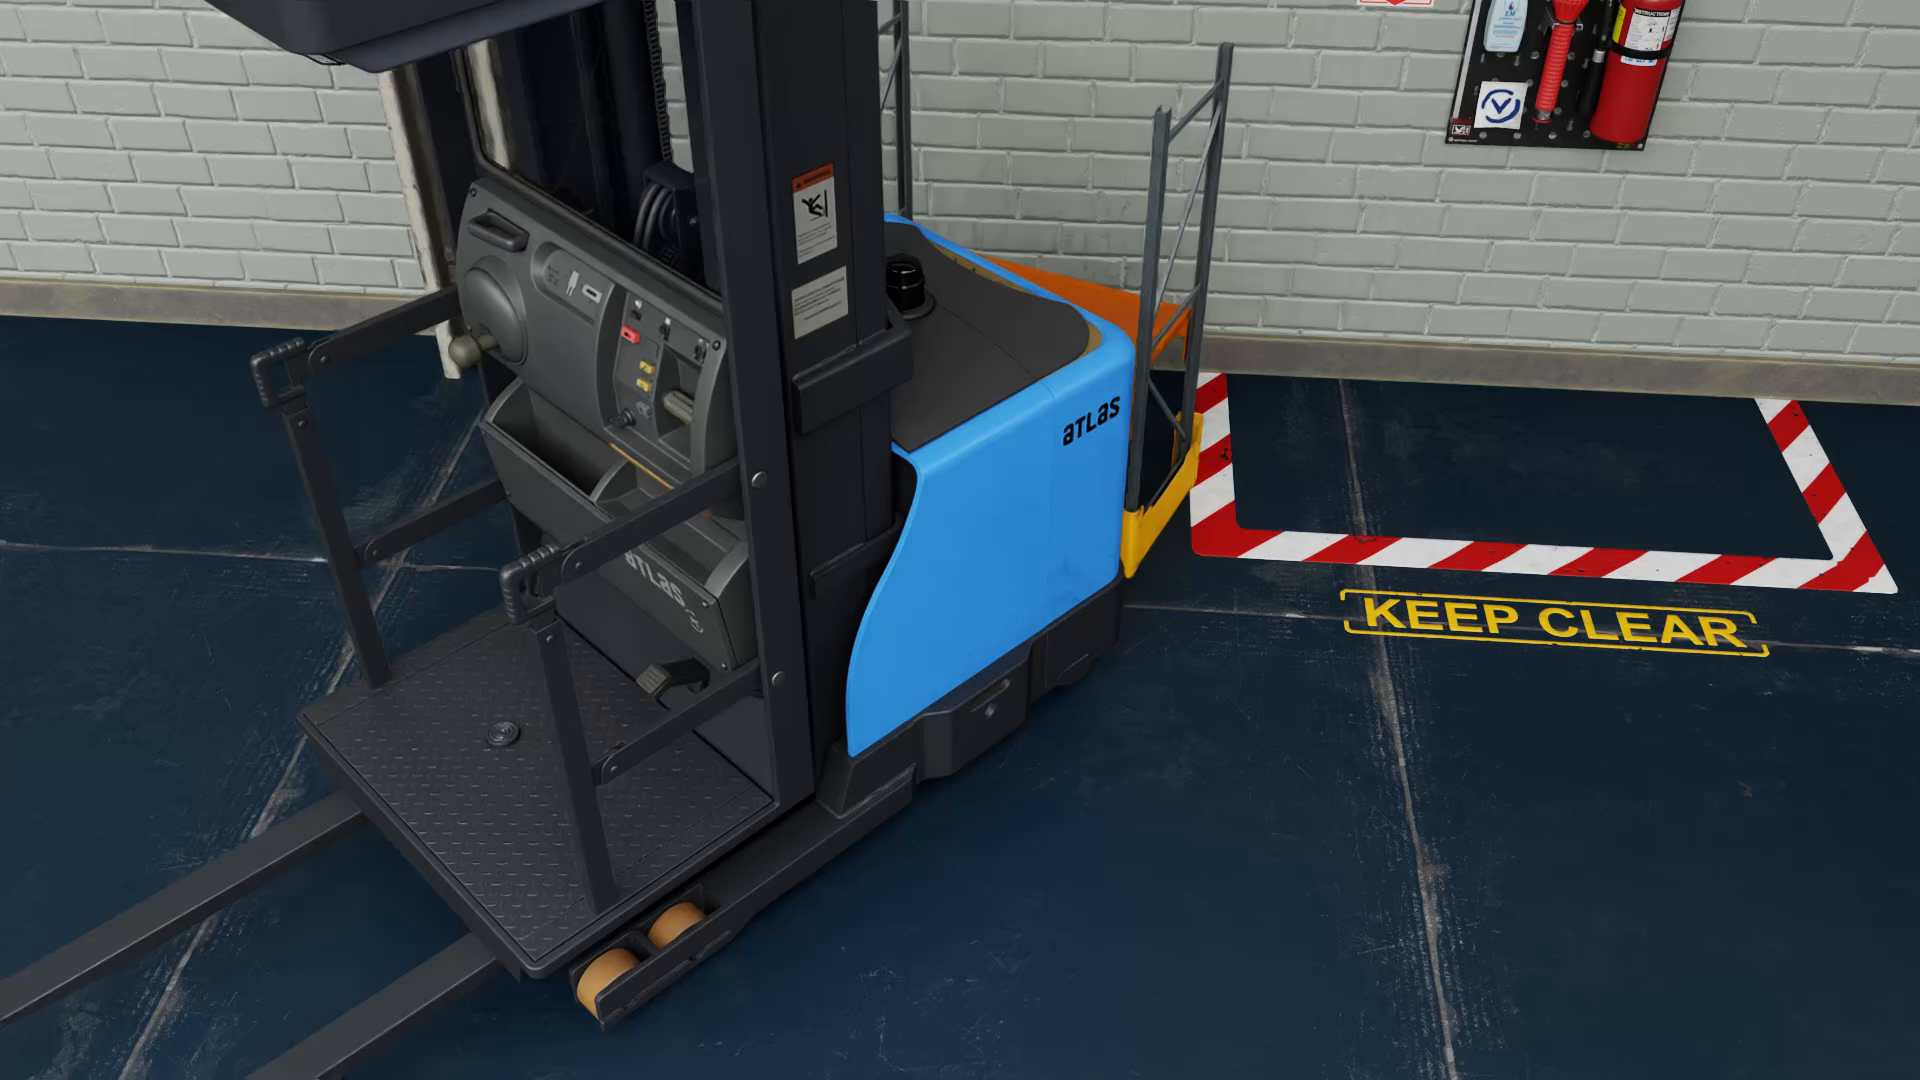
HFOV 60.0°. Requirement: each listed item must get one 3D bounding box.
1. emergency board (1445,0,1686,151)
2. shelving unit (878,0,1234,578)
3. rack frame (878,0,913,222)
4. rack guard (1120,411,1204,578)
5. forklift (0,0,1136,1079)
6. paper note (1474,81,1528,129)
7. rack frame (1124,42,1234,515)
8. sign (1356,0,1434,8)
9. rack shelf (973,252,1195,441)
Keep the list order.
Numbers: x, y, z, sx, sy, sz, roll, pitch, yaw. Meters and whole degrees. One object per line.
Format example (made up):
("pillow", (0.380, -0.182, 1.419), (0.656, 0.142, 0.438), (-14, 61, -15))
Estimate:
("emergency board", (1.882, -1.663, 4.917), (0.643, 1.169, 0.194), (3, 39, 4))
("shelving unit", (0.178, -0.783, 5.024), (1.083, 1.500, 0.587), (18, 43, 21))
("rack frame", (-0.281, -0.934, 5.209), (0.032, 1.500, 0.500), (18, 43, 21))
("rack guard", (0.620, -0.153, 5.240), (0.087, 0.250, 0.587), (18, 43, 21))
("forklift", (-0.946, -0.390, 3.407), (3.031, 2.935, 1.130), (-32, 49, -33))
("paper note", (1.711, -1.375, 5.261), (0.142, 0.148, 0.016), (3, 39, 4))
("rack frame", (0.621, -0.638, 4.845), (0.032, 1.500, 0.500), (18, 43, 21))
("sign", (1.340, -1.772, 5.023), (0.234, 0.329, 0.001), (3, 39, 4))
("rack shelf", (0.170, -0.646, 5.141), (1.000, 0.185, 0.538), (18, 43, 21))
